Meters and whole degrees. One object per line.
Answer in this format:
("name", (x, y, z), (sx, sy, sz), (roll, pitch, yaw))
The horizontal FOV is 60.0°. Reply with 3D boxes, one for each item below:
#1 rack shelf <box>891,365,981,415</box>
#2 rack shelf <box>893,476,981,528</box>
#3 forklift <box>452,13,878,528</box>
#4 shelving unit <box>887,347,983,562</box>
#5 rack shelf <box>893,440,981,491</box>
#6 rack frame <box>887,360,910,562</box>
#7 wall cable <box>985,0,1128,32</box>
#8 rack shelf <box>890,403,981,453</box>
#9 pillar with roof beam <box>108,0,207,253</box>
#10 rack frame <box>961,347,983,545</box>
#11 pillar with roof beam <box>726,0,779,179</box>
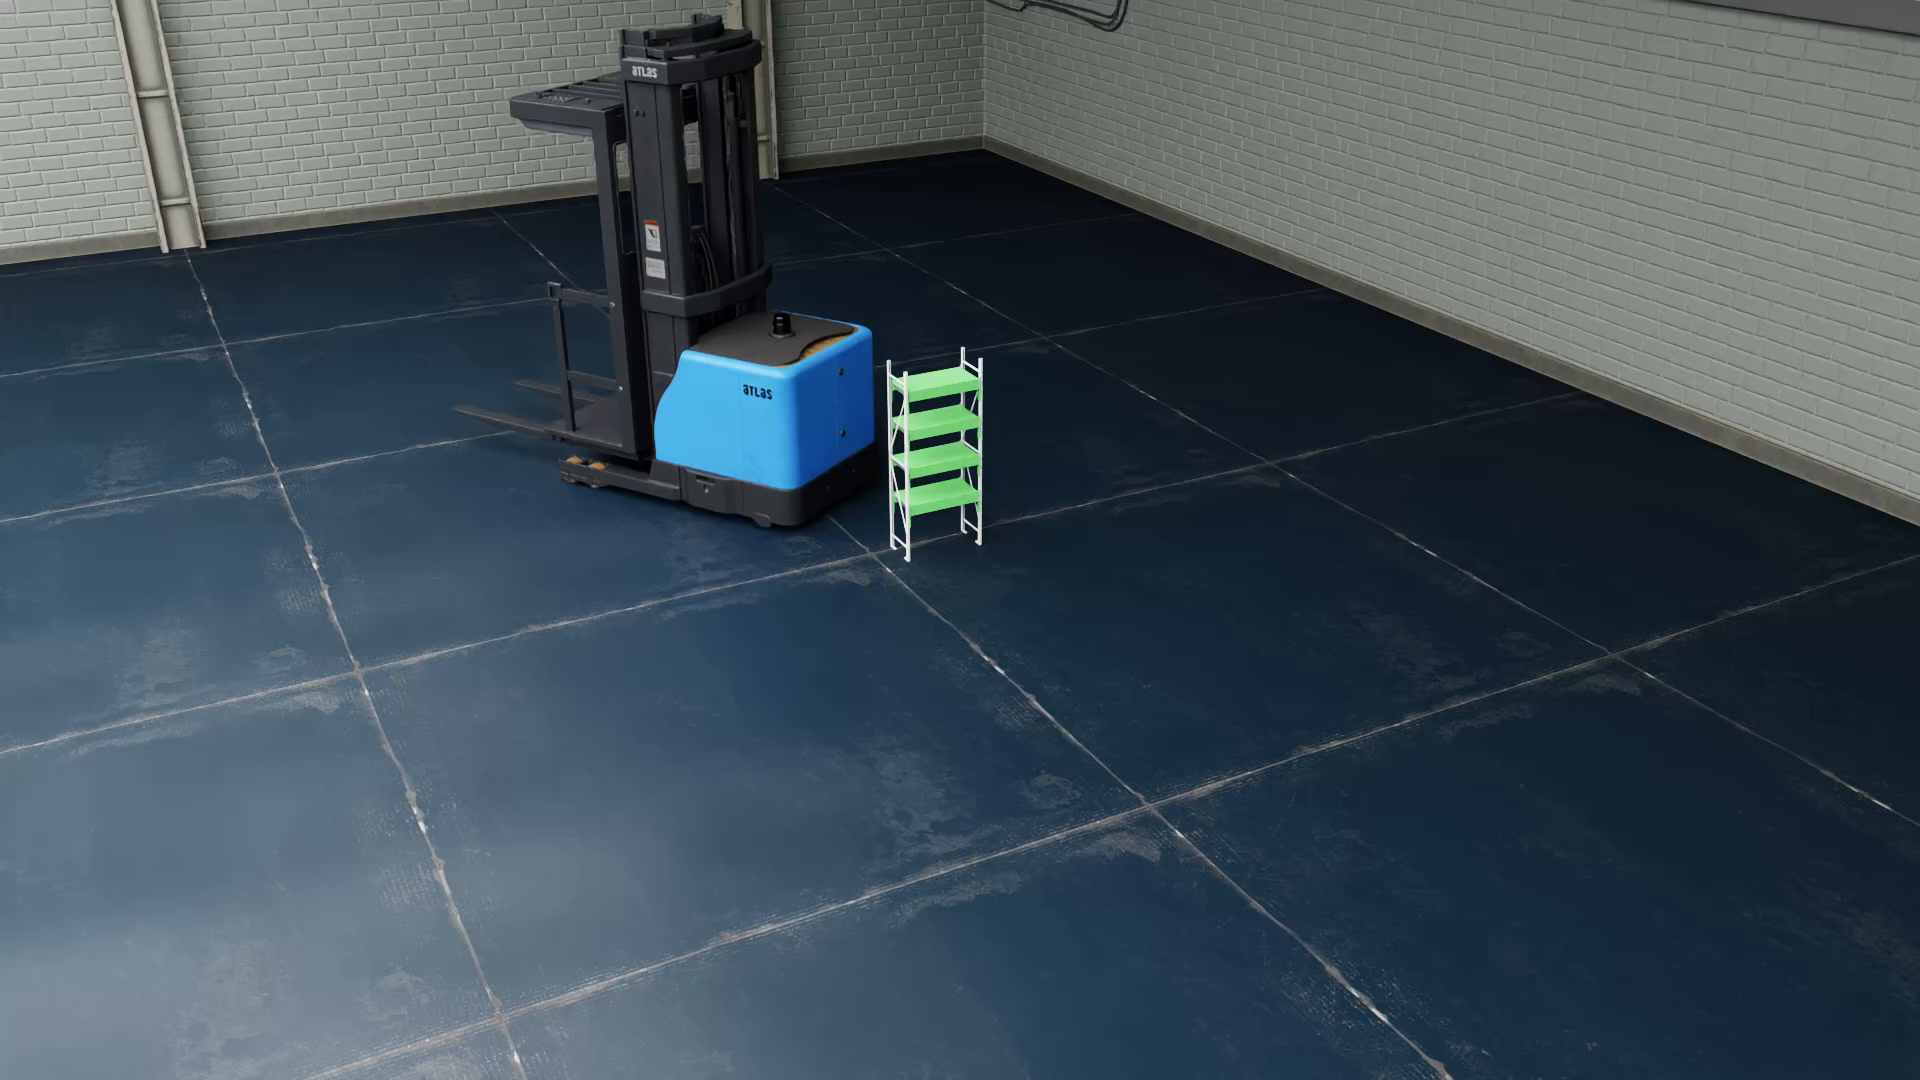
("rack shelf", (-0.146, -0.882, 9.740), (0.480, 0.148, 0.258), (-13, 29, -25))
("rack shelf", (-0.146, -0.233, 10.052), (0.480, 0.148, 0.258), (-13, 29, -25))
("forklift", (-2.079, -1.845, 10.707), (3.031, 2.935, 1.130), (14, 29, 26))
("shelving unit", (-0.146, -0.507, 9.920), (0.503, 1.200, 0.258), (-13, 29, -25))
("rack shelf", (-0.146, -0.450, 9.948), (0.480, 0.148, 0.258), (-13, 29, -25))
("rack frame", (-0.361, -0.457, 9.817), (0.015, 1.200, 0.240), (-13, 29, -25))
("wall cable", (0.943, -6.837, 17.681), (0.112, 2.526, 3.097), (-13, 29, -25))
("rack shelf", (-0.146, -0.666, 9.844), (0.480, 0.148, 0.258), (-13, 29, -25))
("pillar with roof beam", (-5.547, -5.276, 10.842), (0.400, 9.000, 9.100), (-13, 29, -25))
("rack frame", (0.069, -0.557, 10.024), (0.015, 1.200, 0.240), (-13, 29, -25))
("pillar with roof beam", (-0.253, -6.498, 13.387), (0.400, 9.000, 9.100), (-13, 29, -25))
